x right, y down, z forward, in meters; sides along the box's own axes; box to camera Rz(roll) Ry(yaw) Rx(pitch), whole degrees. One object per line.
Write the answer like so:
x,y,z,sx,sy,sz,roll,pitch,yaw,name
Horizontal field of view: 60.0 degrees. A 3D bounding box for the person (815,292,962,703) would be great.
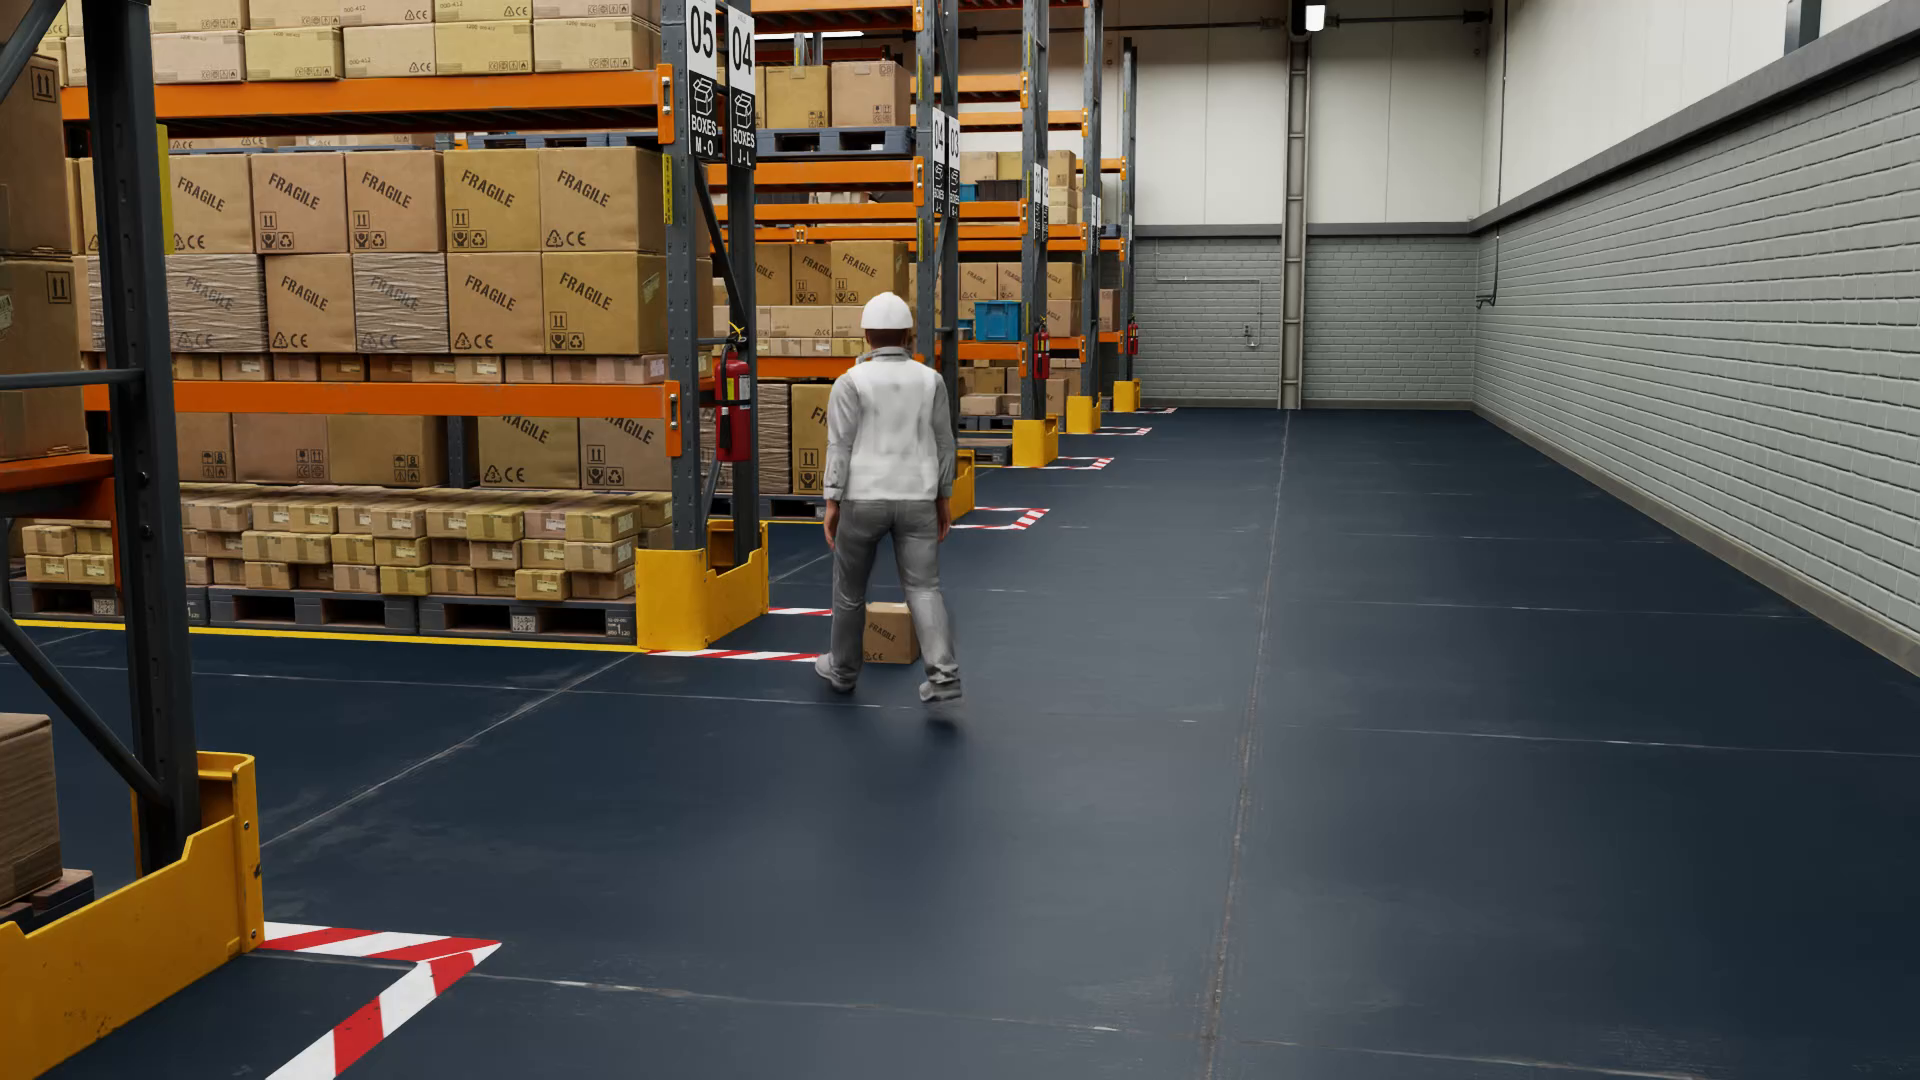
-0.311,-0.171,7.046,0.598,1.739,1.000,-2,8,-17,person
